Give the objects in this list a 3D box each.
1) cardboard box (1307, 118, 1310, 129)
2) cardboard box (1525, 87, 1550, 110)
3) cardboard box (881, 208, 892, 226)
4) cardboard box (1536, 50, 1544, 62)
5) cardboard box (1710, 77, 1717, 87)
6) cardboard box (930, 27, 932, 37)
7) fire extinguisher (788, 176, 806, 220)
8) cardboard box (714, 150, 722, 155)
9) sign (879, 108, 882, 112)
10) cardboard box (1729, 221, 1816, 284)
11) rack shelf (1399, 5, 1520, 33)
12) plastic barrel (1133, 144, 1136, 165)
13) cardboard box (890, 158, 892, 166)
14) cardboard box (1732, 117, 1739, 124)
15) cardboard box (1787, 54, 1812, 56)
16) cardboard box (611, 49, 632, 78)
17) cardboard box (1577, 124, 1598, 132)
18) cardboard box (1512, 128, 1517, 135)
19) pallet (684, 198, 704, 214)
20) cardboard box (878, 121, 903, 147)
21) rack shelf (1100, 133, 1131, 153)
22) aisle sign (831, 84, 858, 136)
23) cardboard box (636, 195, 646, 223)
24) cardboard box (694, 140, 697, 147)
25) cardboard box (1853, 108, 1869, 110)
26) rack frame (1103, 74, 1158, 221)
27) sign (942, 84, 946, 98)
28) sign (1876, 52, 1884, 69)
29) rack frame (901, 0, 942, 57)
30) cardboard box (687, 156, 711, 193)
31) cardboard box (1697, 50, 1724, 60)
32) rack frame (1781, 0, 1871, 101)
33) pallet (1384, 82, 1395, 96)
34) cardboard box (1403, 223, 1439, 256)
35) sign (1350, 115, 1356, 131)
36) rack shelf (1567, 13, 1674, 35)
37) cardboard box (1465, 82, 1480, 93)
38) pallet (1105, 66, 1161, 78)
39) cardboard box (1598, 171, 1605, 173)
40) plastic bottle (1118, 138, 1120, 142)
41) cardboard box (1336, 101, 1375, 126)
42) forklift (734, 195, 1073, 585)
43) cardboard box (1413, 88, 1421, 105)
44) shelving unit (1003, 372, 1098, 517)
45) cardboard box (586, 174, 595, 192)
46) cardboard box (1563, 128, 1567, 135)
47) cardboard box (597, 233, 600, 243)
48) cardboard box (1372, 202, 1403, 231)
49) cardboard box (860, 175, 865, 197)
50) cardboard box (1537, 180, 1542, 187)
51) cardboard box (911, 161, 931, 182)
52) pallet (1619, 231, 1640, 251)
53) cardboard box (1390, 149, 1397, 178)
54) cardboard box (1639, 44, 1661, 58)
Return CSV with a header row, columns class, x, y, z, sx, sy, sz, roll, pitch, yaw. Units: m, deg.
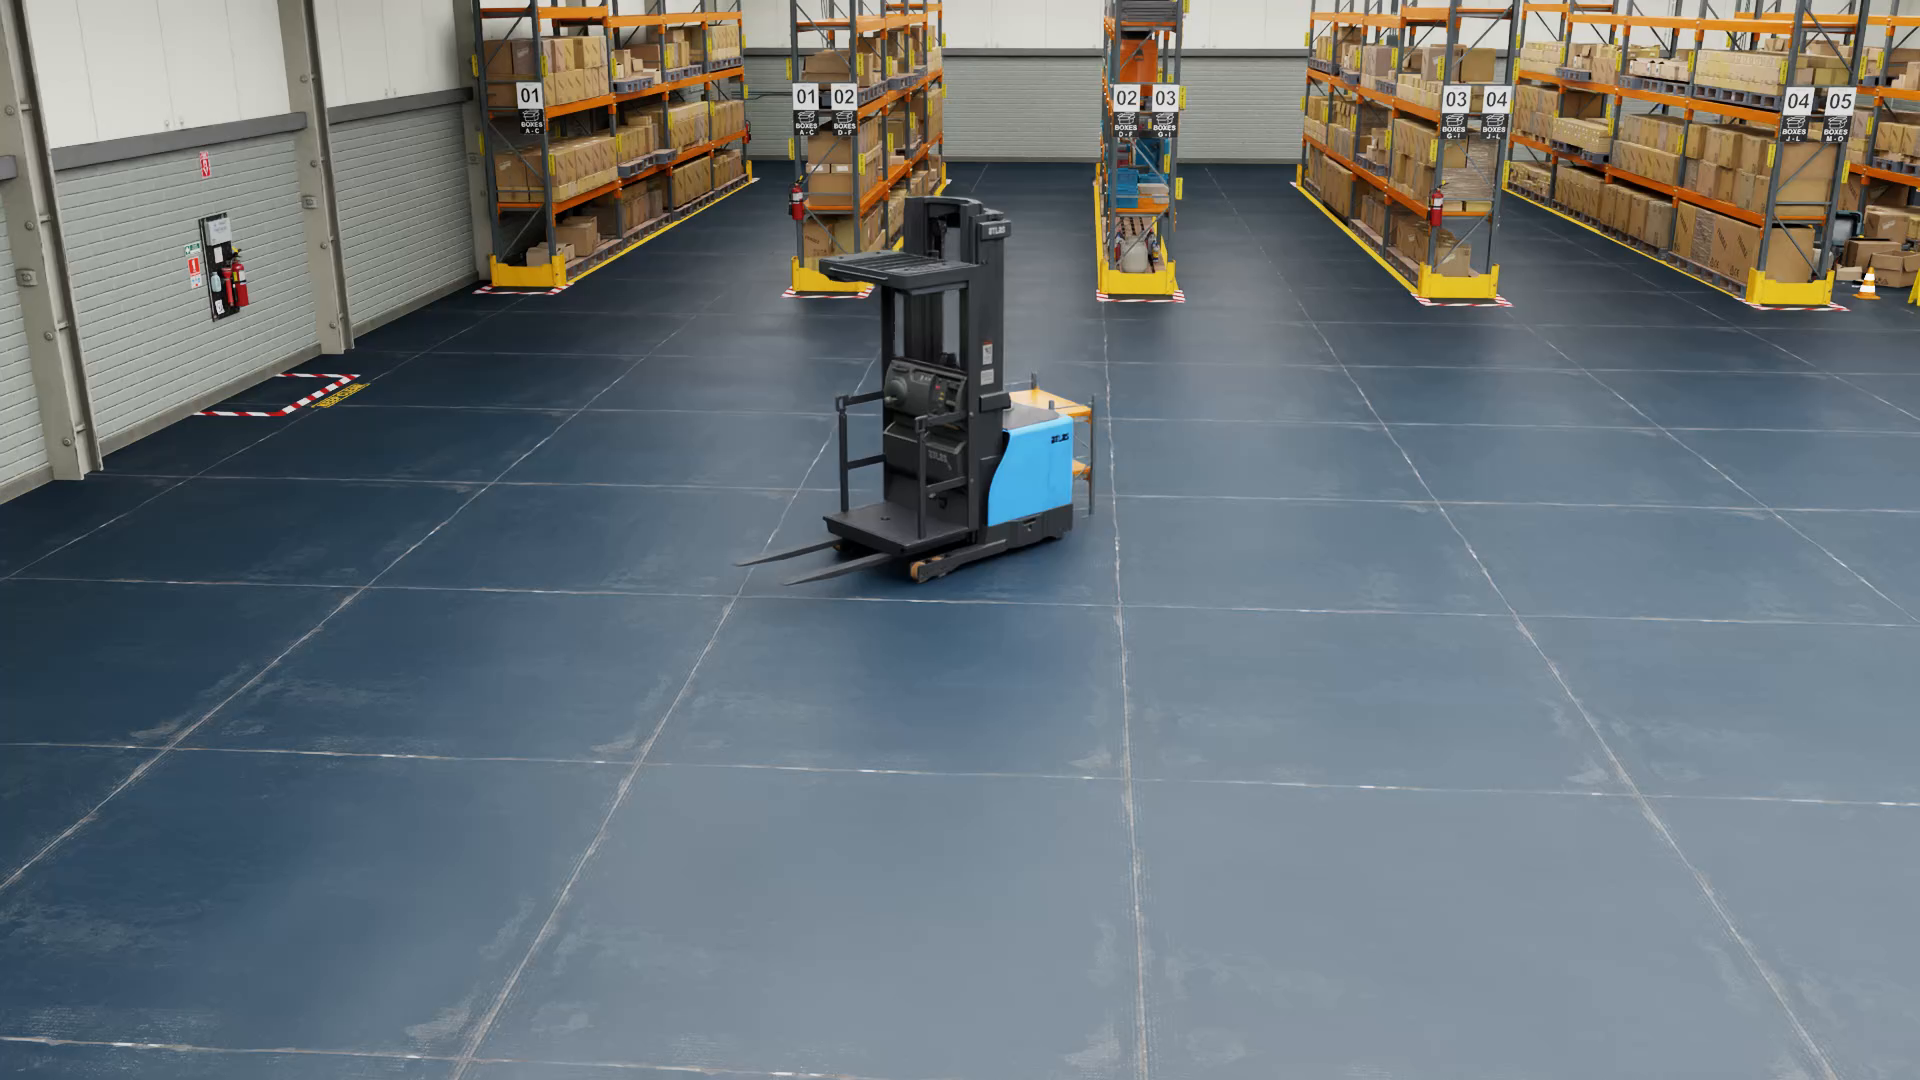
class,x,y,z,sx,sy,sz,roll,pitch,yaw
cardboard box,8.602,-9.968,39.790,0.500,0.250,0.500,1,18,3
cardboard box,13.490,-10.273,38.713,0.500,0.500,0.500,1,18,3
cardboard box,-1.526,-5.980,30.697,0.500,0.311,0.500,1,18,4
cardboard box,13.467,-11.046,37.936,0.500,0.250,0.500,1,18,2
cardboard box,12.597,-7.545,27.384,0.380,0.149,0.250,1,18,3
cardboard box,-1.027,-11.590,38.393,0.700,0.500,0.500,1,18,4
fire extinguisher,-2.563,-5.392,26.187,0.296,0.674,0.183,1,18,4
cardboard box,-6.061,-9.520,40.959,0.380,0.149,0.250,1,18,4
sign,-1.772,-9.604,37.524,0.100,0.325,0.005,1,18,4
cardboard box,12.712,-4.493,26.056,0.875,0.875,0.875,1,18,4
rack shelf,7.933,-8.362,26.651,1.077,0.370,4.000,1,18,4
plastic barrel,3.476,-7.171,31.272,0.433,0.535,0.433,0,18,0
cardboard box,-1.553,-7.423,32.665,0.380,0.149,0.250,3,18,8
cardboard box,18.492,-9.728,39.135,0.500,0.500,0.500,1,18,3
cardboard box,13.163,-7.515,26.010,0.380,0.149,0.250,1,18,3
cardboard box,-6.538,-9.031,31.514,0.500,0.500,0.500,1,18,2
cardboard box,12.976,-8.503,34.328,0.380,0.149,0.250,2,18,7
cardboard box,13.527,-9.848,40.063,0.380,0.149,0.250,1,18,3
pallet,-6.237,-7.346,36.502,1.003,0.211,1.213,1,18,4
cardboard box,-1.585,-8.385,34.362,0.700,0.500,0.500,-5,19,-15
rack shelf,3.853,-9.350,39.296,1.077,0.370,4.000,1,18,4
aisle sign,-1.790,-6.664,25.767,0.394,0.787,0.004,1,18,4
cardboard box,-6.618,-6.534,32.853,0.700,0.500,0.500,1,18,4
cardboard box,-6.016,-8.755,36.695,0.380,0.149,0.250,1,18,4
cardboard box,18.095,-8.499,33.778,0.500,0.500,0.500,1,18,4
rack frame,3.423,-7.828,33.497,1.000,3.000,0.127,1,18,4
sign,-0.392,-11.107,41.134,0.100,0.325,0.005,1,18,4
sign,17.695,-9.220,31.970,0.100,0.325,0.005,1,18,4
rack frame,-0.944,-13.276,40.487,1.000,3.000,0.127,1,18,4
cardboard box,-6.089,-8.265,37.608,0.750,0.750,0.750,1,18,5
cardboard box,12.651,-8.160,27.980,0.380,0.149,0.250,1,18,4
rack frame,12.730,-7.942,24.209,1.000,3.000,0.127,1,18,4
pallet,8.227,-8.001,29.508,1.213,0.211,1.003,1,18,4
cardboard box,7.974,-5.186,28.772,0.500,0.500,0.500,7,20,21
sign,7.809,-8.279,33.014,0.100,0.325,0.005,1,18,4
rack shelf,13.447,-10.516,33.862,1.077,0.370,4.000,1,18,4
cardboard box,8.050,-7.017,25.803,0.380,0.149,0.250,1,18,3
pallet,3.751,-10.161,36.101,1.213,0.211,1.003,1,18,4
cardboard box,13.715,-7.625,35.013,0.500,0.250,0.500,0,18,1
plastic bottle,3.382,-8.586,36.007,0.152,0.276,0.135,1,18,4
cardboard box,8.612,-9.286,36.173,0.797,0.503,0.637,1,18,2
forklift,-0.443,-1.234,13.481,3.031,2.935,1.130,-16,24,-40
cardboard box,7.680,-7.213,27.043,0.500,0.250,0.500,1,18,3
shelving unit,0.747,-0.860,15.240,0.538,1.125,1.048,-10,21,-28
cardboard box,-6.576,-6.124,28.505,0.500,0.250,0.500,1,18,4
cardboard box,13.050,-8.686,35.366,0.380,0.149,0.250,1,18,2
cardboard box,-6.754,-5.503,30.244,0.380,0.166,0.250,-1,18,-3
cardboard box,8.274,-6.182,31.779,0.700,0.500,0.500,3,18,9
cardboard box,-1.970,-5.965,27.650,0.700,0.500,0.500,1,18,4
cardboard box,13.304,-8.077,37.682,0.380,0.149,0.250,1,18,2
cardboard box,-1.101,-8.789,39.731,0.797,0.503,0.637,1,18,4
pallet,13.081,-5.630,31.265,1.003,0.211,1.213,1,18,4
cardboard box,7.983,-6.526,28.884,0.875,0.500,0.500,1,18,4
cardboard box,13.644,-9.692,32.977,0.396,0.266,0.258,1,18,4
